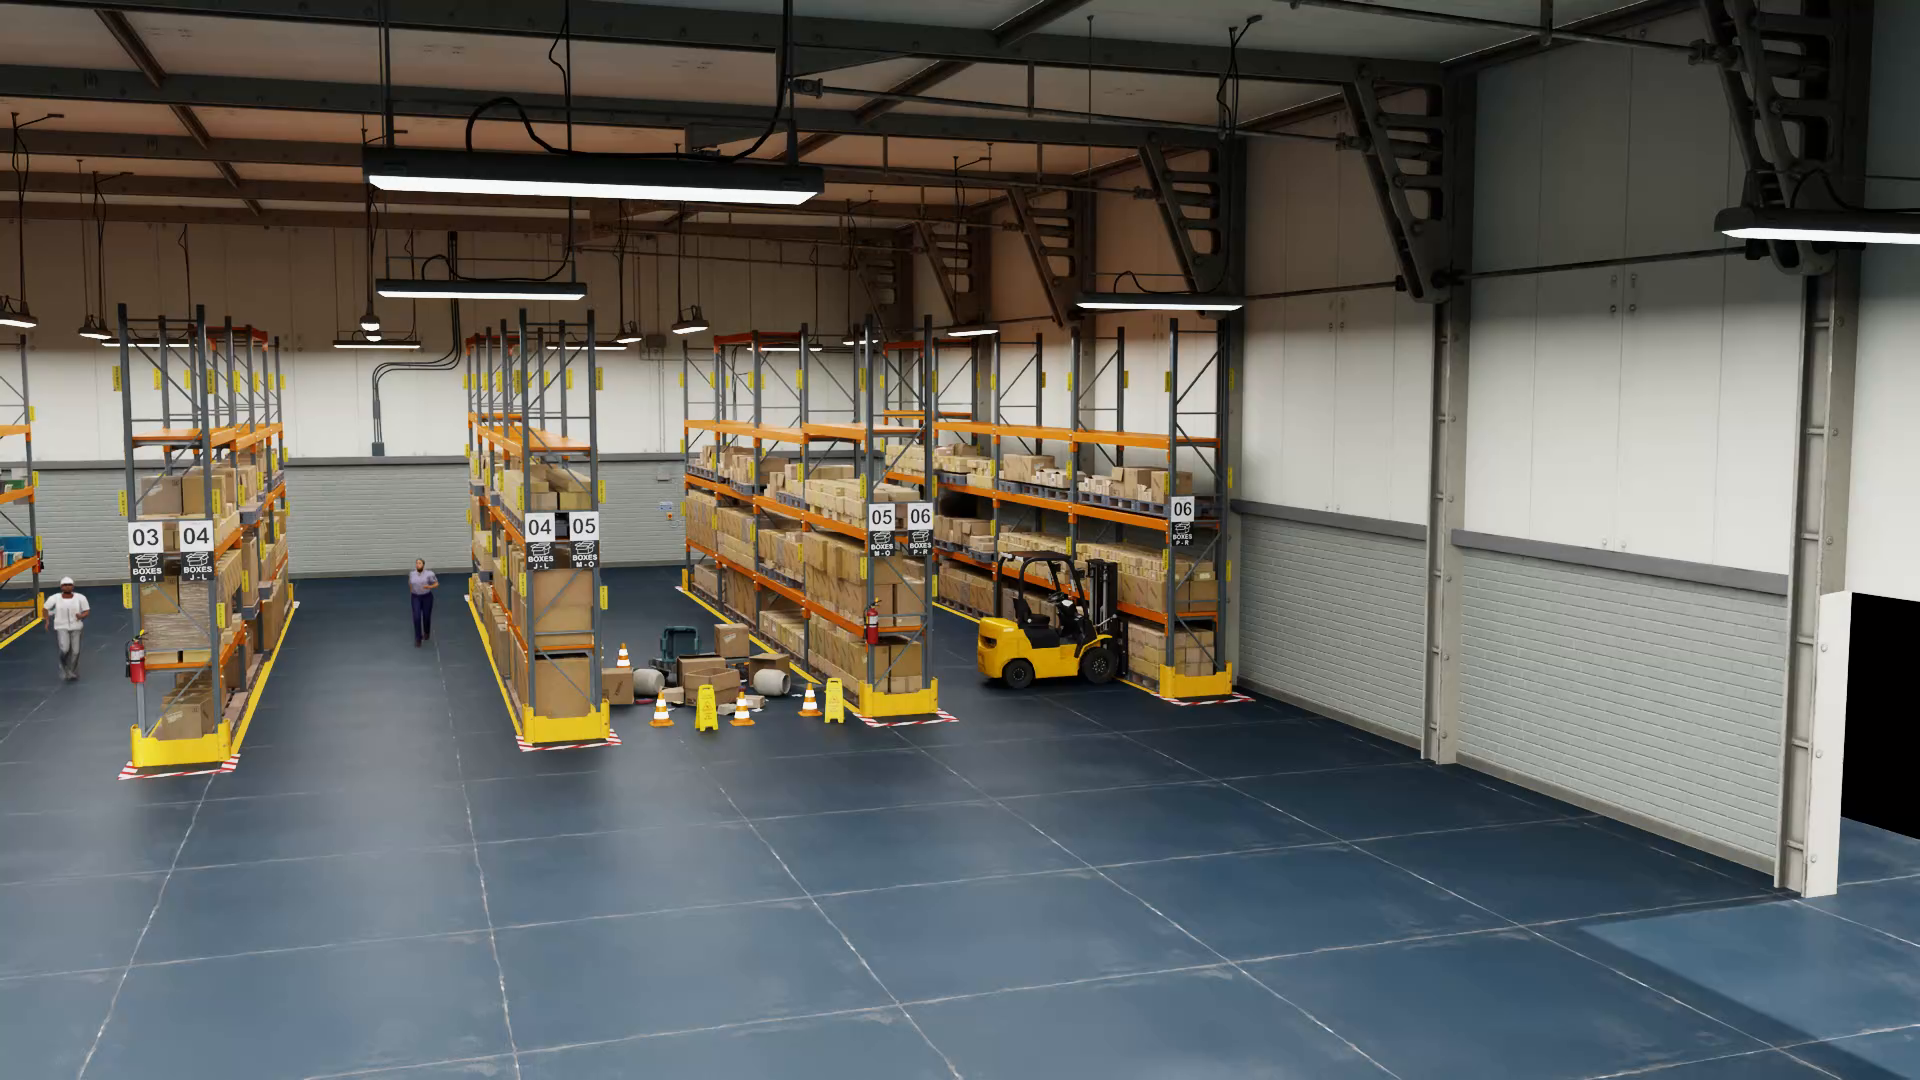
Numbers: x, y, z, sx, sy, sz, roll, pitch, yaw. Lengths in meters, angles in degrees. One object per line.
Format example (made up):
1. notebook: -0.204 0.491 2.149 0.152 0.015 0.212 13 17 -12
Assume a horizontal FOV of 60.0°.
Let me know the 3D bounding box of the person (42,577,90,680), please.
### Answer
1. person: -14.916 1.484 27.820 0.682 1.724 0.644 -4 7 -37

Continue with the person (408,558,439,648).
1. person: -10.252 1.176 31.783 0.587 1.683 0.866 -1 6 -11
